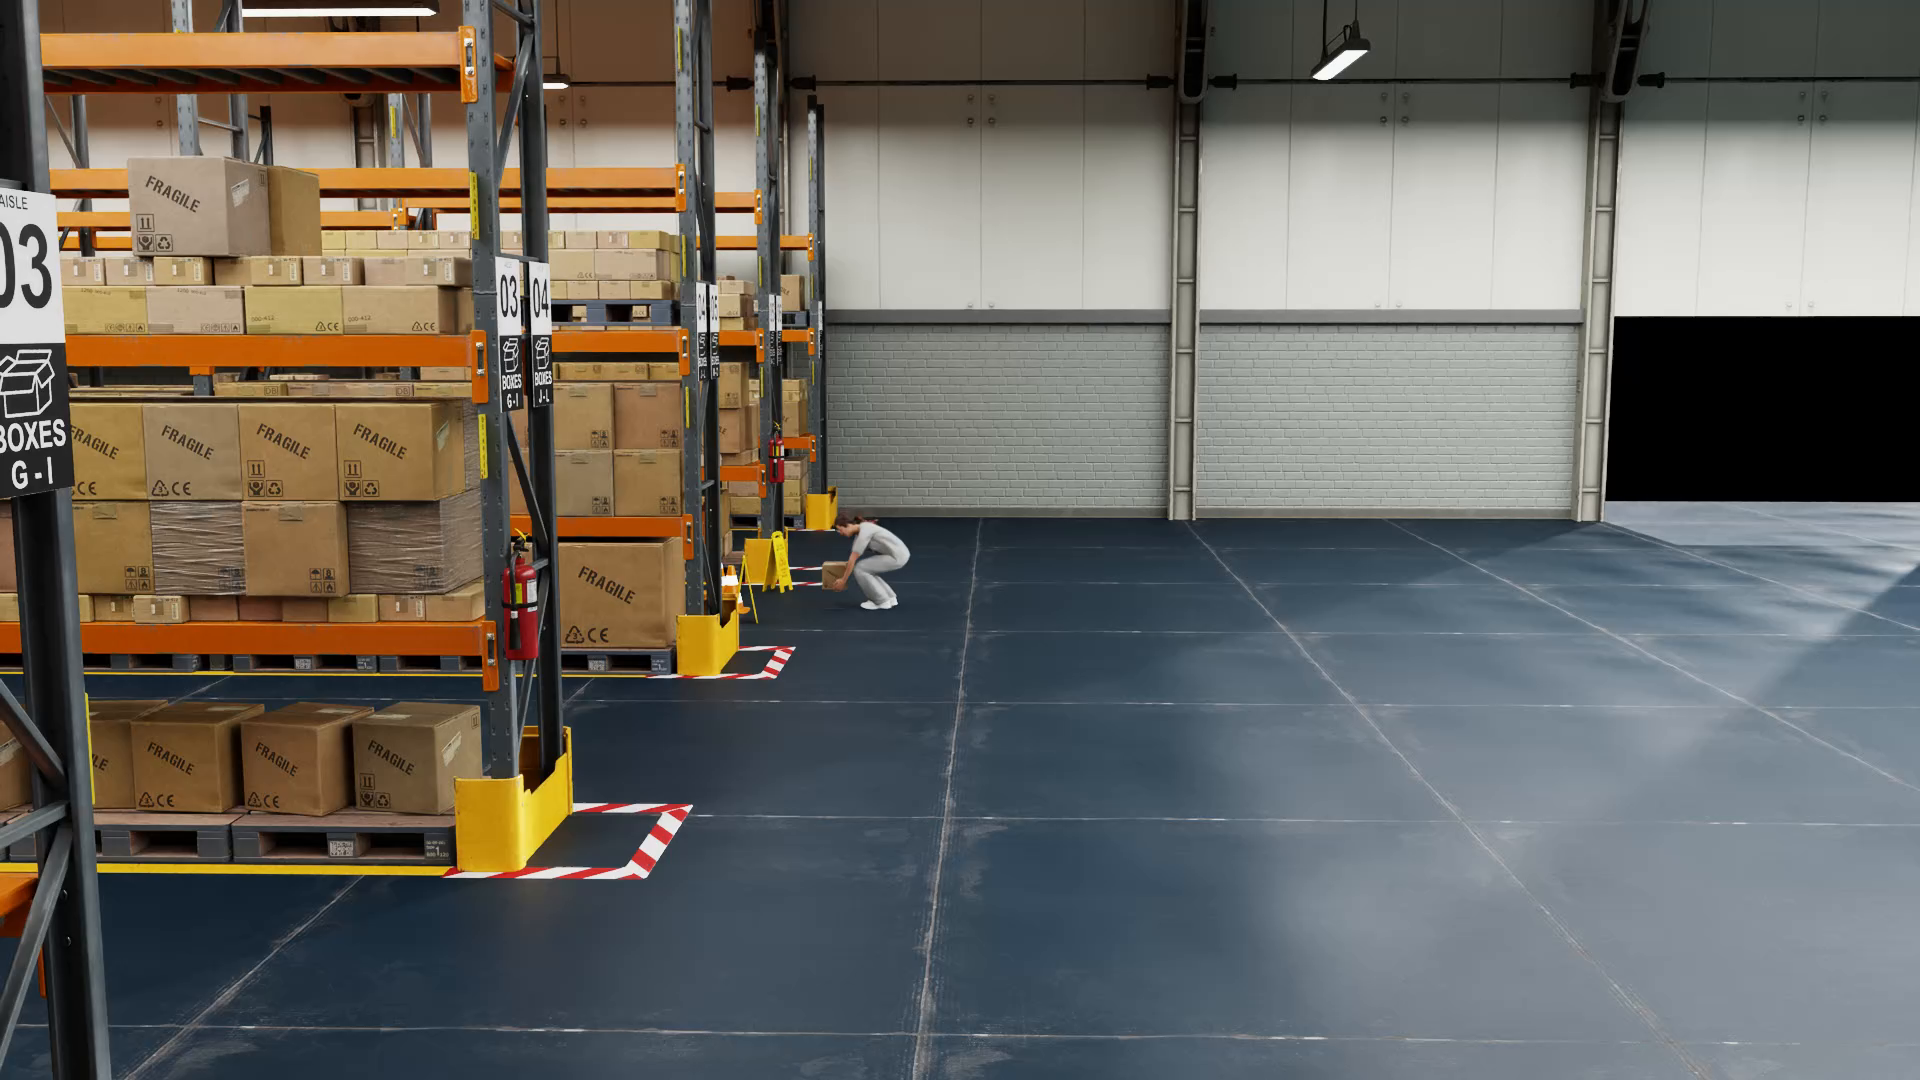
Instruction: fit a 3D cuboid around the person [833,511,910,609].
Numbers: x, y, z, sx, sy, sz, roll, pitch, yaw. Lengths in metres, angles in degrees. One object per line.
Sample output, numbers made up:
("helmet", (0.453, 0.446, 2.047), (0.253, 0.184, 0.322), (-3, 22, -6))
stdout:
("person", (-0.903, 0.199, 16.929), (0.783, 0.992, 0.486), (0, 7, 1))
